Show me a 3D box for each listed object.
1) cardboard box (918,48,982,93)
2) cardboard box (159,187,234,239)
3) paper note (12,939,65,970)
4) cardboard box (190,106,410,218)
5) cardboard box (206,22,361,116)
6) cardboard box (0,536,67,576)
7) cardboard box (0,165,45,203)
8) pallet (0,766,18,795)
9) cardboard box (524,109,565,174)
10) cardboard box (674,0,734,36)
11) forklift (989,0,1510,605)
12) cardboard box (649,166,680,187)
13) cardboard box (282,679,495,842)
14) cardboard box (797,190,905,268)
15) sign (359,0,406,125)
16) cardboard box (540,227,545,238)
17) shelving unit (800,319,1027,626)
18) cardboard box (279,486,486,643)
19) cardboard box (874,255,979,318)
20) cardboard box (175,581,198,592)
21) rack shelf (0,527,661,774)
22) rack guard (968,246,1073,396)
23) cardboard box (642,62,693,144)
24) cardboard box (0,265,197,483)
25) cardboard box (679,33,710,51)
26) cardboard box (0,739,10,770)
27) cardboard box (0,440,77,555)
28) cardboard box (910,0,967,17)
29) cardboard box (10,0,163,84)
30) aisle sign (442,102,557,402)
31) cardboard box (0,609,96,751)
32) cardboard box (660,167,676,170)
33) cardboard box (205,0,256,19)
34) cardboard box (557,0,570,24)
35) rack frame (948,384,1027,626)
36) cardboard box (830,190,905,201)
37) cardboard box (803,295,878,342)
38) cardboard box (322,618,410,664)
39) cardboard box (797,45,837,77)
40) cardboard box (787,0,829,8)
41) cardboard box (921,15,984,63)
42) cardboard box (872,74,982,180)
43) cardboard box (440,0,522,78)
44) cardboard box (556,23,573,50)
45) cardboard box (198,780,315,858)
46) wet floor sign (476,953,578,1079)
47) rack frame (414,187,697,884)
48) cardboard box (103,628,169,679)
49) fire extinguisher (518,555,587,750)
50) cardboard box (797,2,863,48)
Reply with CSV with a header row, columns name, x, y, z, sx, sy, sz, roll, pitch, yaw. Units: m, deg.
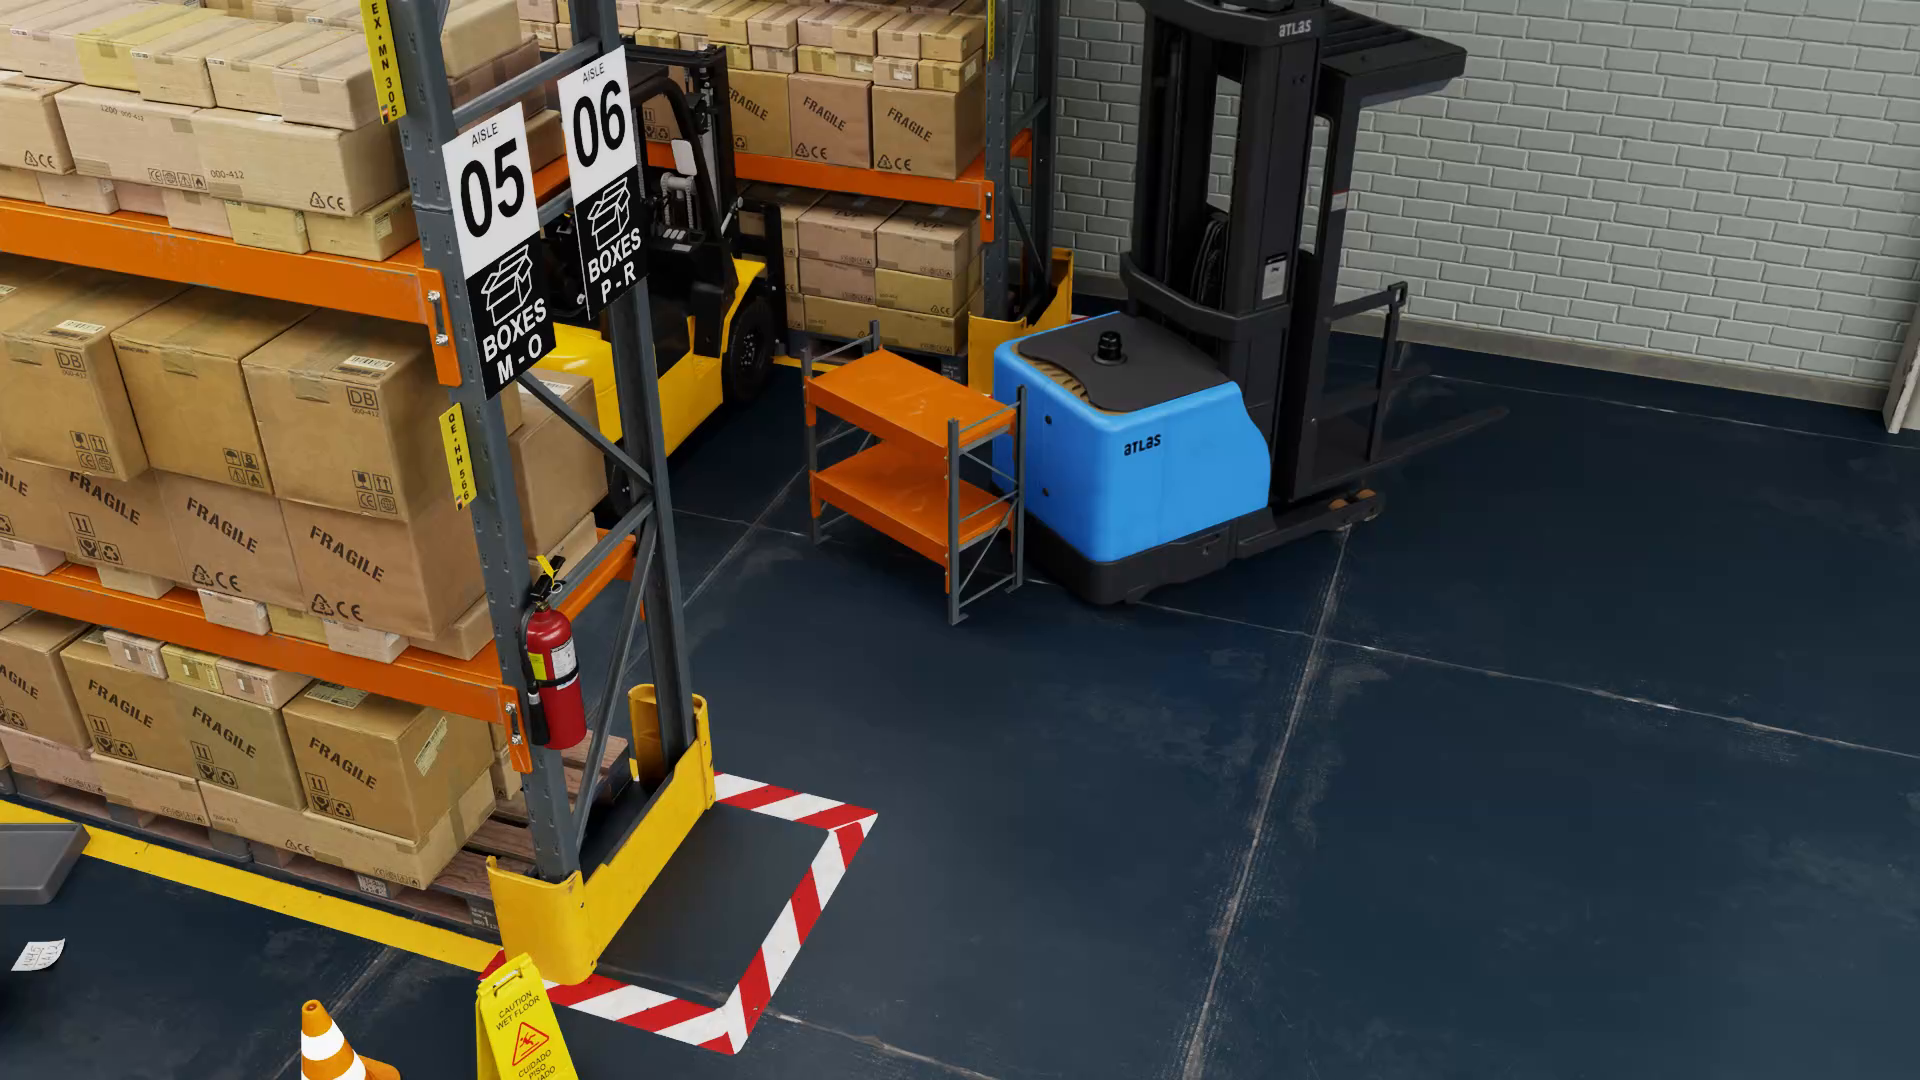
name,x,y,z,sx,sy,sz,roll,pitch,yaw
cardboard box,-0.055,-2.679,9.444,0.250,0.149,0.380,12,35,17
cardboard box,-2.219,-1.081,5.125,0.250,0.149,0.380,12,35,18
paper note,-3.486,1.568,6.293,0.148,0.019,0.142,0,33,0
cardboard box,-1.877,-1.187,4.922,0.500,0.250,0.500,11,34,16
cardboard box,-1.953,-1.377,4.848,0.250,0.149,0.380,12,35,17
cardboard box,-3.434,-0.043,6.283,0.250,0.149,0.380,11,34,16
cardboard box,-2.931,-1.235,5.363,0.250,0.149,0.380,10,34,15
pallet,-4.426,0.635,7.571,1.213,0.211,1.003,11,34,16
cardboard box,-1.508,-1.290,5.449,0.250,0.149,0.380,11,34,17
cardboard box,-1.488,-3.119,9.852,0.250,0.149,0.380,12,35,17
forklift,1.676,-1.504,8.377,3.031,2.935,1.130,-18,37,-26
cardboard box,-2.100,-2.185,10.595,0.500,0.250,0.500,12,35,18
cardboard box,-2.147,0.741,6.293,0.500,0.500,0.500,11,35,17
cardboard box,-0.655,-1.901,10.155,0.500,0.250,0.500,12,35,17
sign,-1.511,-1.261,4.357,0.005,0.325,0.100,11,34,16
cardboard box,-2.573,-2.070,10.878,0.500,0.250,0.500,11,34,16
shelving unit,-0.232,-0.351,8.257,1.048,1.125,0.538,28,42,36
cardboard box,-1.909,-0.035,5.672,0.500,0.500,0.500,10,34,16
cardboard box,-0.197,-1.605,10.157,0.500,0.250,0.500,11,34,16
cardboard box,-2.685,0.039,6.155,0.250,0.149,0.380,11,35,17
rack shelf,-3.188,0.027,6.606,4.000,0.370,1.077,11,34,16
rack guard,0.389,-1.390,10.442,0.348,0.500,1.175,11,34,16
cardboard box,-1.630,-2.722,10.108,0.500,0.500,0.500,11,35,17
cardboard box,-2.848,-0.615,5.649,0.500,0.500,0.700,11,34,16
cardboard box,-1.475,-2.993,9.930,0.250,0.149,0.380,11,34,16
cardboard box,-4.100,0.675,7.086,0.500,0.250,0.500,13,35,19
cardboard box,-3.319,-0.324,6.121,0.500,0.500,0.500,11,35,17
cardboard box,-0.107,-3.135,9.876,0.250,0.149,0.380,12,35,18
cardboard box,-2.648,-1.535,5.093,0.250,0.149,0.380,11,34,16
aisle sign,-1.344,-0.842,4.892,0.004,0.787,0.394,11,34,16
cardboard box,-3.611,0.456,6.734,0.500,0.500,0.500,13,35,19
cardboard box,-1.917,-2.442,10.993,0.500,0.250,0.500,11,35,17
cardboard box,-2.239,-1.767,5.453,0.250,0.149,0.380,11,34,16
cardboard box,-2.218,-3.229,10.021,0.250,0.149,0.380,10,34,16
rack frame,0.130,-0.157,7.957,0.032,1.125,0.500,28,42,36
cardboard box,-0.494,-2.160,10.556,0.500,0.250,0.500,11,34,17
cardboard box,-0.648,-1.486,10.434,0.500,0.250,0.500,11,34,16
cardboard box,-2.005,0.248,5.833,0.250,0.149,0.380,11,34,16
cardboard box,-0.758,-2.841,9.694,0.250,0.149,0.380,11,34,16
cardboard box,-0.851,-3.249,10.052,0.250,0.149,0.380,12,35,18
cardboard box,-0.042,-2.842,9.421,0.250,0.149,0.380,11,34,17
cardboard box,-0.186,-2.442,9.675,0.500,0.500,0.500,10,34,15
cardboard box,-1.571,-1.568,5.144,0.250,0.149,0.380,11,34,16
cardboard box,-2.235,-3.086,10.075,0.250,0.149,0.380,11,34,16
cardboard box,-2.642,0.960,6.645,0.500,0.250,0.500,11,34,17
wet floor sign,-1.487,1.661,5.582,0.232,0.644,0.267,24,40,32
rack frame,-1.305,0.091,5.844,0.127,3.000,1.000,11,34,16
cardboard box,-2.998,0.339,6.318,0.250,0.149,0.380,12,35,19
fire extinguisher,-1.353,0.380,5.468,0.183,0.674,0.296,11,34,16
cardboard box,-0.749,-2.989,9.649,0.250,0.149,0.380,11,35,17
